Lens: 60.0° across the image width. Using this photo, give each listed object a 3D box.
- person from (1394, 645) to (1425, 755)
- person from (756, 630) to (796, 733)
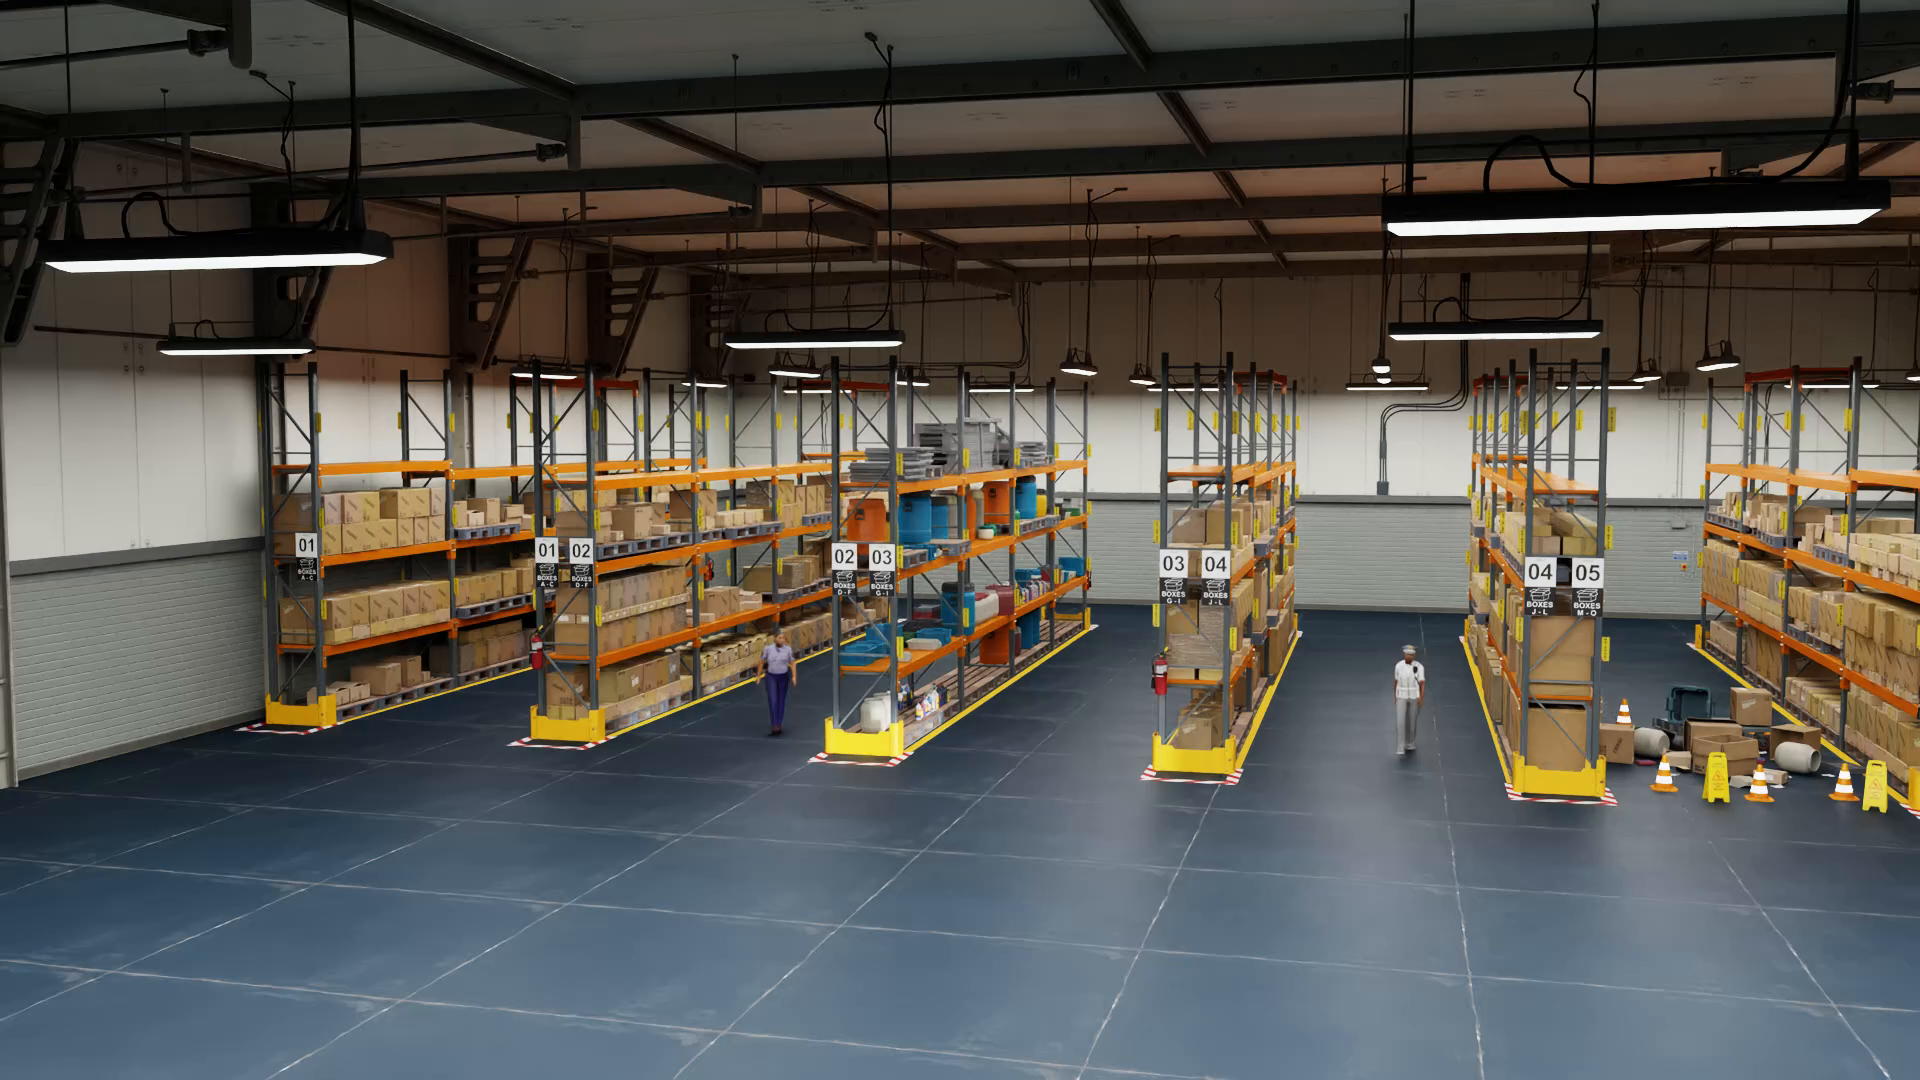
[{"bbox_3d":[6.790,2.396,25.119,0.456,1.637,0.945,1,4,16],"label":"person"},{"bbox_3d":[-2.973,2.316,26.929,0.636,1.680,0.731,-1,4,-15],"label":"person"}]
